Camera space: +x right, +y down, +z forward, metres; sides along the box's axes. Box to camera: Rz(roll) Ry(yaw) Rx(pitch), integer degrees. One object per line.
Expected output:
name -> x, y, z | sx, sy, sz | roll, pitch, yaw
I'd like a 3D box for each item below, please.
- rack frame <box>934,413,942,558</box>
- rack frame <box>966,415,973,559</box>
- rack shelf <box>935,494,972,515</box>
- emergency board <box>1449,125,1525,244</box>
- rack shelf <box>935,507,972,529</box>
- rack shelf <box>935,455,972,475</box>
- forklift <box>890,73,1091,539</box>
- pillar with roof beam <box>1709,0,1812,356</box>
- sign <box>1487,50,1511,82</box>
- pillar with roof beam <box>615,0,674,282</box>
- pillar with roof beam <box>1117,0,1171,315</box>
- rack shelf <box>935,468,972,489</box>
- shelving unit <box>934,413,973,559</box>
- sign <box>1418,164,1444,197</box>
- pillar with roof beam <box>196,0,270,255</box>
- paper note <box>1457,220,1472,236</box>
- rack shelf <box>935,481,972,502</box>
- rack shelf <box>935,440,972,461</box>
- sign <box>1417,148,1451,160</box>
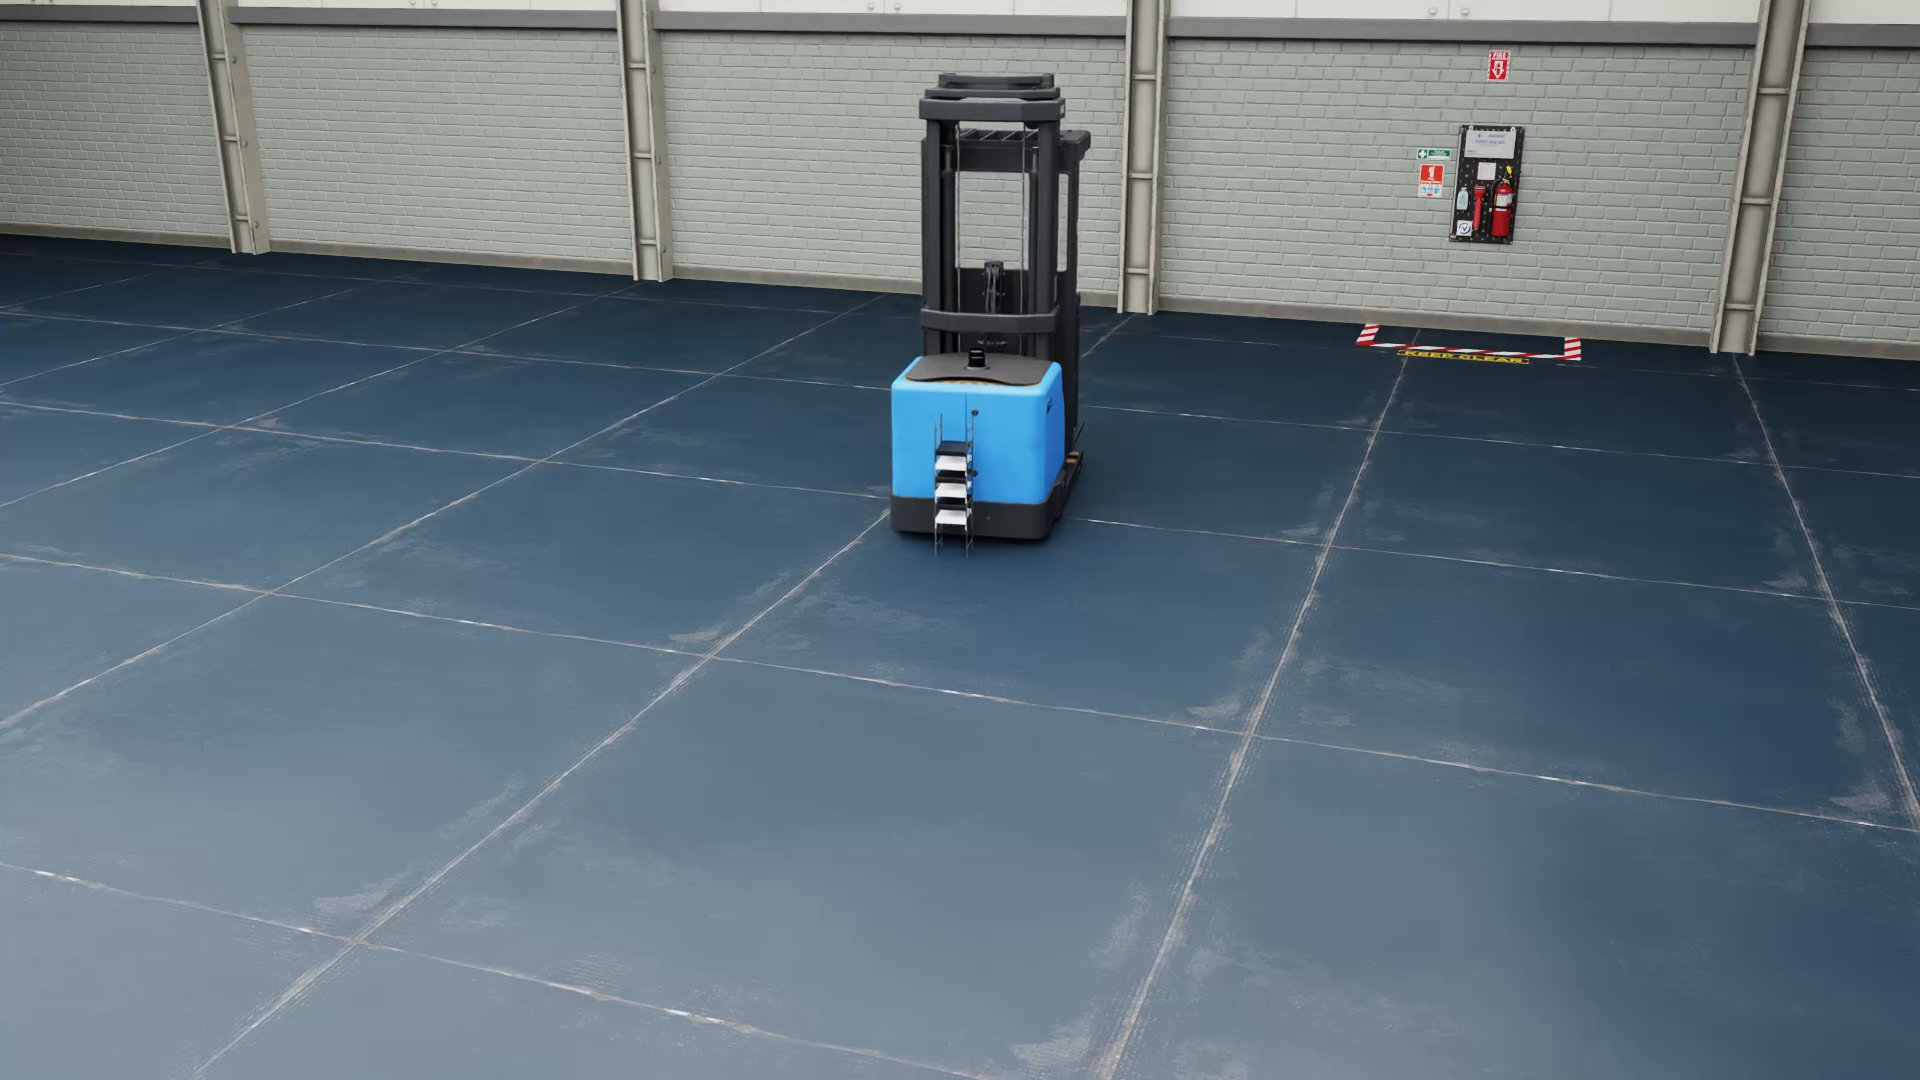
rack frame -> -0.139, -0.351, 10.715 | 0.006, 0.900, 0.240 | 3, 19, 9
rack frame -> 0.061, -0.339, 10.683 | 0.006, 0.900, 0.240 | 3, 19, 9
rack shelf -> -0.039, -0.229, 10.740 | 0.200, 0.077, 0.258 | 3, 19, 9
emergency board -> 5.306, -3.566, 16.749 | 0.643, 1.169, 0.194 | 7, 20, 18
rack shelf -> -0.039, -0.144, 10.769 | 0.200, 0.077, 0.258 | 3, 19, 9
rack shelf -> -0.039, -0.484, 10.651 | 0.200, 0.077, 0.258 | 3, 19, 9
forklift -> 0.321, -1.837, 11.895 | 1.130, 2.935, 3.031 | 4, 20, 10
pillar with roof beam -> 6.215, -4.781, 11.122 | 0.400, 9.000, 9.100 | 7, 20, 18
sign -> 5.331, -4.692, 16.459 | 0.199, 0.298, 0.001 | 7, 20, 18
pillar with roof beam -> -5.121, -6.078, 14.840 | 0.400, 9.000, 9.100 | 7, 20, 18
pillar with roof beam -> 0.547, -5.430, 12.981 | 0.400, 9.000, 9.100 | 7, 20, 18
rack shelf -> -0.039, -0.399, 10.680 | 0.200, 0.077, 0.258 | 3, 19, 9
shelving unit -> -0.039, -0.345, 10.699 | 0.210, 0.900, 0.258 | 3, 19, 9
sign -> 4.817, -3.675, 17.007 | 0.234, 0.329, 0.001 | 7, 20, 18
pillar with roof beam -> -10.788, -6.726, 16.700 | 0.400, 9.000, 9.100 | 7, 20, 18
paper note -> 5.161, -3.191, 17.010 | 0.142, 0.148, 0.016 | 7, 20, 18
rack shelf -> -0.039, -0.314, 10.710 | 0.200, 0.077, 0.258 | 3, 19, 9
rack shelf -> -0.039, -0.569, 10.621 | 0.200, 0.077, 0.258 | 3, 19, 9
sign -> 4.819, -3.922, 16.910 | 0.331, 0.109, 0.001 | 7, 20, 18
